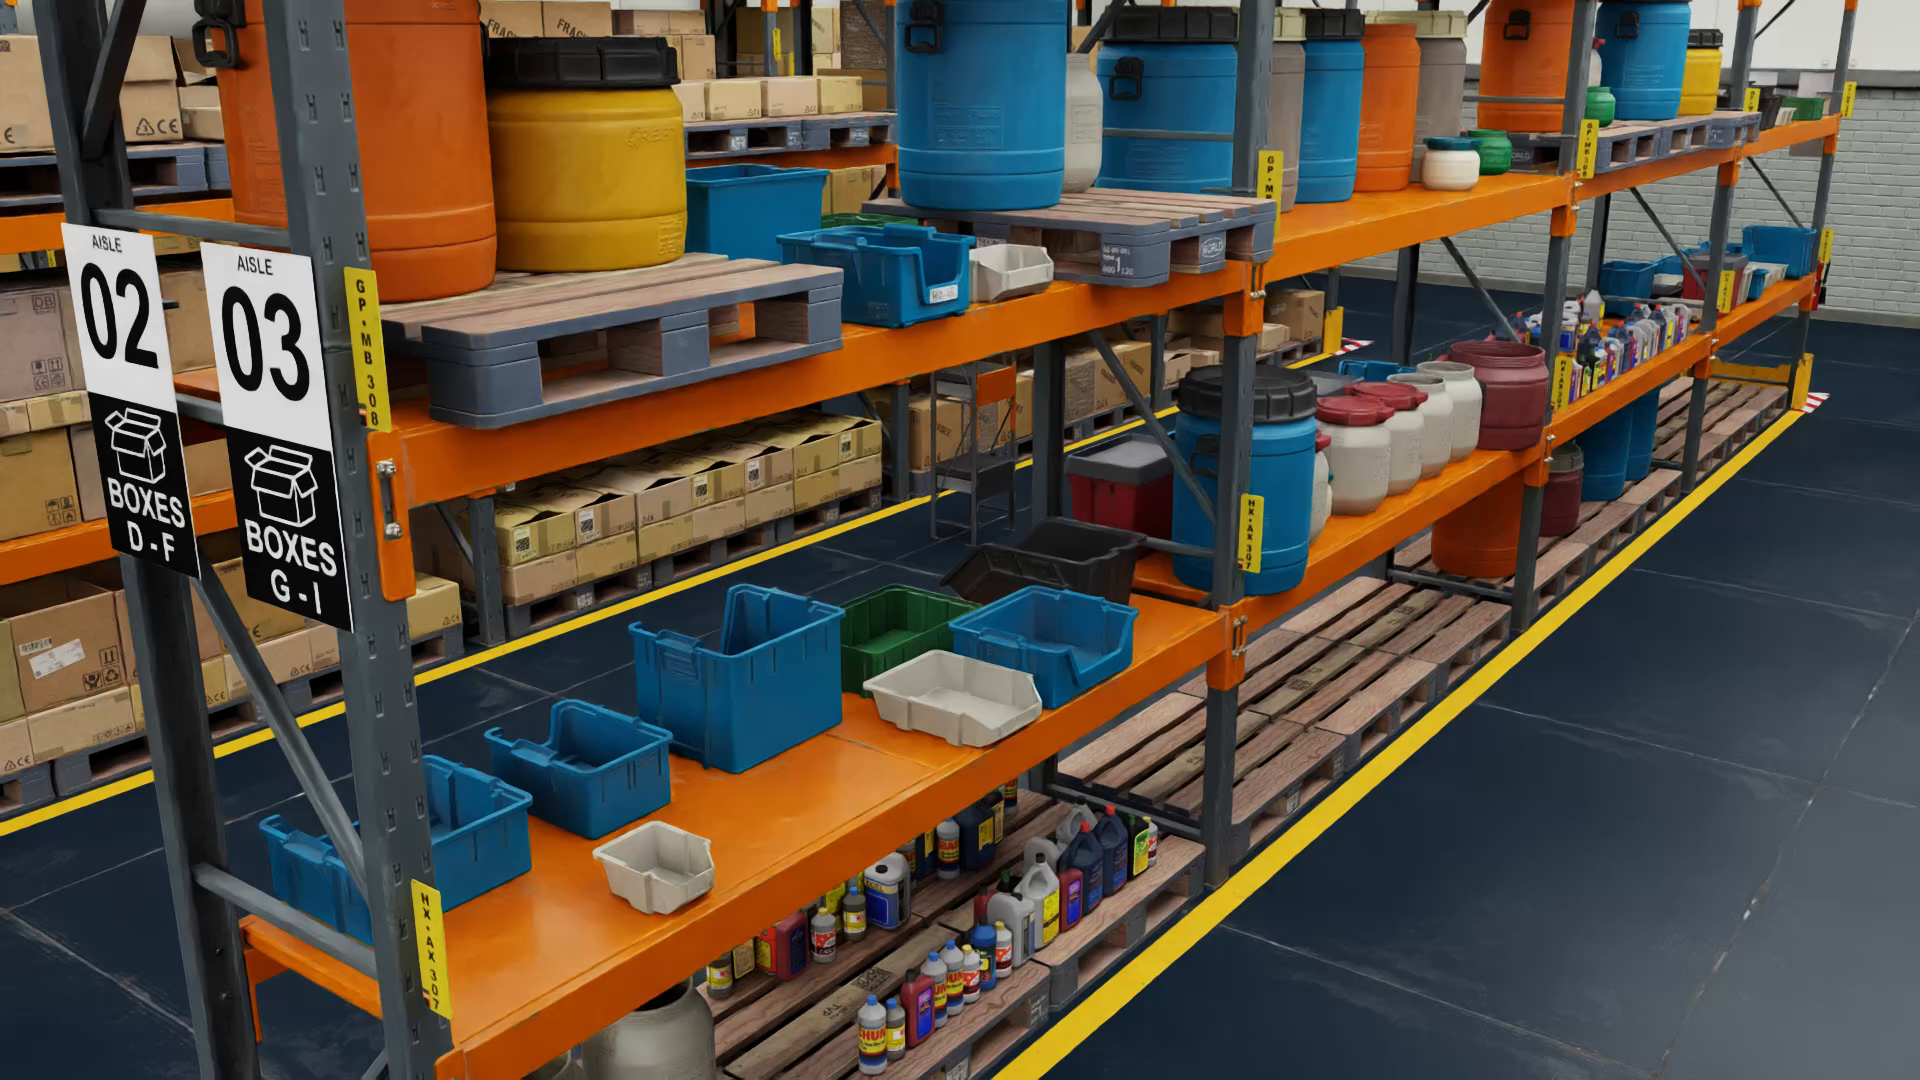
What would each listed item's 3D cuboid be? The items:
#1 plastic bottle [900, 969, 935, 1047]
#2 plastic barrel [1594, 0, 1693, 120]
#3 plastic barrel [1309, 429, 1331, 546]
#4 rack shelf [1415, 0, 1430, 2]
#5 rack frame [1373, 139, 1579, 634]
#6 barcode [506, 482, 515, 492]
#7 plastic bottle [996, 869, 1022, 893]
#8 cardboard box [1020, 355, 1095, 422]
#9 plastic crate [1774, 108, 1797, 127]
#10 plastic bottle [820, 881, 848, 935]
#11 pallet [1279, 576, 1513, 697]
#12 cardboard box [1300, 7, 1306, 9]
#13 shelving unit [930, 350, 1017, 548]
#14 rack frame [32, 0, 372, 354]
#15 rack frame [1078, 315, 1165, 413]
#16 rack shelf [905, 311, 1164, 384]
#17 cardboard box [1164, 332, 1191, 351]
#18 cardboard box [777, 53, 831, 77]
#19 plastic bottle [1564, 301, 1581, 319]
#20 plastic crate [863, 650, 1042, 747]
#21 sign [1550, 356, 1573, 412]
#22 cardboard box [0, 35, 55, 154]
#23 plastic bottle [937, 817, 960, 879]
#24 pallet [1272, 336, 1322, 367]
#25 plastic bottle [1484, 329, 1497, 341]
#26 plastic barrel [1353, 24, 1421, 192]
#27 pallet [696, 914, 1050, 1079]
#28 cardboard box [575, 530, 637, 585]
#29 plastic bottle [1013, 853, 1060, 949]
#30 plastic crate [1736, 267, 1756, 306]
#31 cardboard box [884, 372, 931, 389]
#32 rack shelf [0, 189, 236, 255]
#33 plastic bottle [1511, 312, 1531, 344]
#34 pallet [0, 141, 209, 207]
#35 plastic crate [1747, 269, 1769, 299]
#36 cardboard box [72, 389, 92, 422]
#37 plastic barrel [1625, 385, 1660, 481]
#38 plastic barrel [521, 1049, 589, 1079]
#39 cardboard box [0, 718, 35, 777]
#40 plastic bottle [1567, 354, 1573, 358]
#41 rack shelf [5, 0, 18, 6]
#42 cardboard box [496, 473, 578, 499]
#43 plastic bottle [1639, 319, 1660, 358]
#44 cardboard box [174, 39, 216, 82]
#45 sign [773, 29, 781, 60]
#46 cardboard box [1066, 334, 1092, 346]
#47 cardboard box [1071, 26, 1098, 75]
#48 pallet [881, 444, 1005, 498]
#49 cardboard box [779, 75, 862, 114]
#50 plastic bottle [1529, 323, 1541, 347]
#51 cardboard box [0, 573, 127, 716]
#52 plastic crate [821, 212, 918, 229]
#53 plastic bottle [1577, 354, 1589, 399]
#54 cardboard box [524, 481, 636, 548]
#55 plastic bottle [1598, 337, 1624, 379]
[{"bbox_3d":[-0.148,1.617,5.817,0.061,0.283,0.133,13,21,36],"label":"plastic bottle"},{"bbox_3d":[4.628,-3.340,11.329,0.600,0.901,0.708,12,21,35],"label":"plastic barrel"},{"bbox_3d":[1.501,-0.249,7.760,0.433,0.535,0.433,0,17,0],"label":"plastic barrel"},{"bbox_3d":[1.947,-2.802,7.981,1.077,0.370,4.000,12,21,35],"label":"rack shelf"},{"bbox_3d":[3.138,-0.948,10.239,1.000,3.000,0.127,12,21,35],"label":"rack frame"},{"bbox_3d":[-2.734,-0.334,10.114,0.001,0.075,0.075,12,21,35],"label":"barcode"},{"bbox_3d":[0.198,1.407,6.494,0.061,0.283,0.133,12,21,35],"label":"plastic bottle"},{"bbox_3d":[0.882,-1.389,15.133,0.500,0.500,0.500,13,21,35],"label":"cardboard box"},{"bbox_3d":[6.873,-3.624,14.243,0.437,0.136,0.530,12,21,35],"label":"plastic crate"},{"bbox_3d":[-0.536,1.369,6.502,0.144,0.351,0.185,13,22,37],"label":"plastic bottle"},{"bbox_3d":[2.646,0.561,10.080,1.003,0.211,1.213,12,21,35],"label":"pallet"},{"bbox_3d":[3.270,-5.458,17.849,0.700,0.500,0.500,12,21,35],"label":"cardboard box"},{"bbox_3d":[0.099,-1.042,12.059,0.431,2.100,0.503,12,21,35],"label":"shelving unit"},{"bbox_3d":[-1.628,-1.908,3.213,1.000,3.000,0.127,12,21,35],"label":"rack frame"},{"bbox_3d":[1.546,-2.777,16.128,1.000,3.000,0.127,12,21,35],"label":"rack frame"},{"bbox_3d":[0.354,-1.957,14.701,1.077,0.370,4.000,12,21,35],"label":"rack shelf"},{"bbox_3d":[2.104,-2.067,17.635,0.500,0.311,0.500,12,21,35],"label":"cardboard box"},{"bbox_3d":[-1.811,-5.379,18.824,0.500,0.250,0.500,12,21,35],"label":"cardboard box"},{"bbox_3d":[4.722,-1.711,12.906,0.152,0.276,0.135,12,21,35],"label":"plastic bottle"},{"bbox_3d":[-0.009,0.562,5.820,0.530,0.136,0.437,12,21,35],"label":"plastic crate"},{"bbox_3d":[3.584,-0.930,9.907,0.100,0.325,0.005,12,21,35],"label":"sign"},{"bbox_3d":[-4.395,-2.014,7.500,0.500,0.500,0.500,12,21,35],"label":"cardboard box"},{"bbox_3d":[-0.049,1.272,6.947,0.097,0.271,0.097,0,17,0],"label":"plastic bottle"},{"bbox_3d":[3.410,-2.190,18.939,1.003,0.211,1.213,12,21,35],"label":"pallet"},{"bbox_3d":[3.718,-1.336,11.686,0.061,0.283,0.133,12,21,35],"label":"plastic bottle"},{"bbox_3d":[2.085,-2.273,8.722,0.600,0.830,0.708,12,21,35],"label":"plastic barrel"},{"bbox_3d":[-0.405,1.781,6.153,1.003,0.211,1.213,12,21,35],"label":"pallet"},{"bbox_3d":[-2.476,0.067,10.897,0.500,0.250,0.500,13,22,36],"label":"cardboard box"},{"bbox_3d":[0.296,1.387,6.446,0.144,0.351,0.185,12,21,34],"label":"plastic bottle"},{"bbox_3d":[6.579,-2.204,14.382,0.437,0.282,0.530,12,21,35],"label":"plastic crate"},{"bbox_3d":[-0.439,-1.477,14.151,0.500,0.250,0.500,13,22,37],"label":"cardboard box"},{"bbox_3d":[-4.413,-1.484,8.120,1.077,0.370,4.000,12,21,35],"label":"rack shelf"},{"bbox_3d":[4.036,-1.475,12.018,0.144,0.351,0.185,12,21,35],"label":"plastic bottle"},{"bbox_3d":[-4.436,-1.765,7.960,1.003,0.211,1.213,12,21,35],"label":"pallet"},{"bbox_3d":[6.887,-2.268,14.669,0.416,0.233,0.300,12,21,35],"label":"plastic crate"},{"bbox_3d":[-4.281,-0.698,8.170,0.380,0.149,0.250,13,21,35],"label":"cardboard box"},{"bbox_3d":[5.184,-0.973,13.148,0.600,0.901,0.708,12,21,35],"label":"plastic barrel"},{"bbox_3d":[-1.298,1.775,4.958,0.421,0.512,0.421,0,17,0],"label":"plastic barrel"},{"bbox_3d":[-4.811,0.986,7.940,0.500,0.250,0.500,12,21,35],"label":"cardboard box"},{"bbox_3d":[3.974,-1.076,10.869,0.097,0.271,0.097,0,17,0],"label":"plastic bottle"},{"bbox_3d":[-6.010,-4.553,13.618,1.077,0.370,4.000,12,21,35],"label":"rack shelf"},{"bbox_3d":[-2.905,-0.299,11.131,0.500,0.311,0.500,13,22,36],"label":"cardboard box"},{"bbox_3d":[5.028,-1.483,12.172,0.152,0.276,0.135,12,21,35],"label":"plastic bottle"},{"bbox_3d":[-6.077,-3.837,13.606,0.500,0.500,0.500,12,21,33],"label":"cardboard box"},{"bbox_3d":[-1.993,-5.388,18.074,0.100,0.325,0.005,12,21,35],"label":"sign"},{"bbox_3d":[1.062,-1.721,16.201,0.500,0.500,0.500,11,21,32],"label":"cardboard box"},{"bbox_3d":[0.807,-4.235,14.721,0.600,0.600,0.600,12,21,34],"label":"cardboard box"},{"bbox_3d":[-0.362,-0.664,14.025,1.003,0.211,1.213,12,21,35],"label":"pallet"},{"bbox_3d":[-1.063,-3.268,12.195,0.500,0.250,0.500,11,20,31],"label":"cardboard box"},{"bbox_3d":[4.159,-1.426,11.995,0.097,0.271,0.097,0,17,0],"label":"plastic bottle"},{"bbox_3d":[-4.522,0.506,8.219,0.500,0.500,0.500,12,21,35],"label":"cardboard box"},{"bbox_3d":[-0.404,-0.999,5.702,0.336,0.188,0.450,12,21,35],"label":"plastic crate"},{"bbox_3d":[4.048,-1.072,10.836,0.061,0.283,0.133,12,21,35],"label":"plastic bottle"},{"bbox_3d":[-2.472,-0.199,10.811,0.500,0.311,0.500,12,21,34],"label":"cardboard box"},{"bbox_3d":[4.482,-1.265,11.469,0.152,0.276,0.135,12,21,35],"label":"plastic bottle"}]
